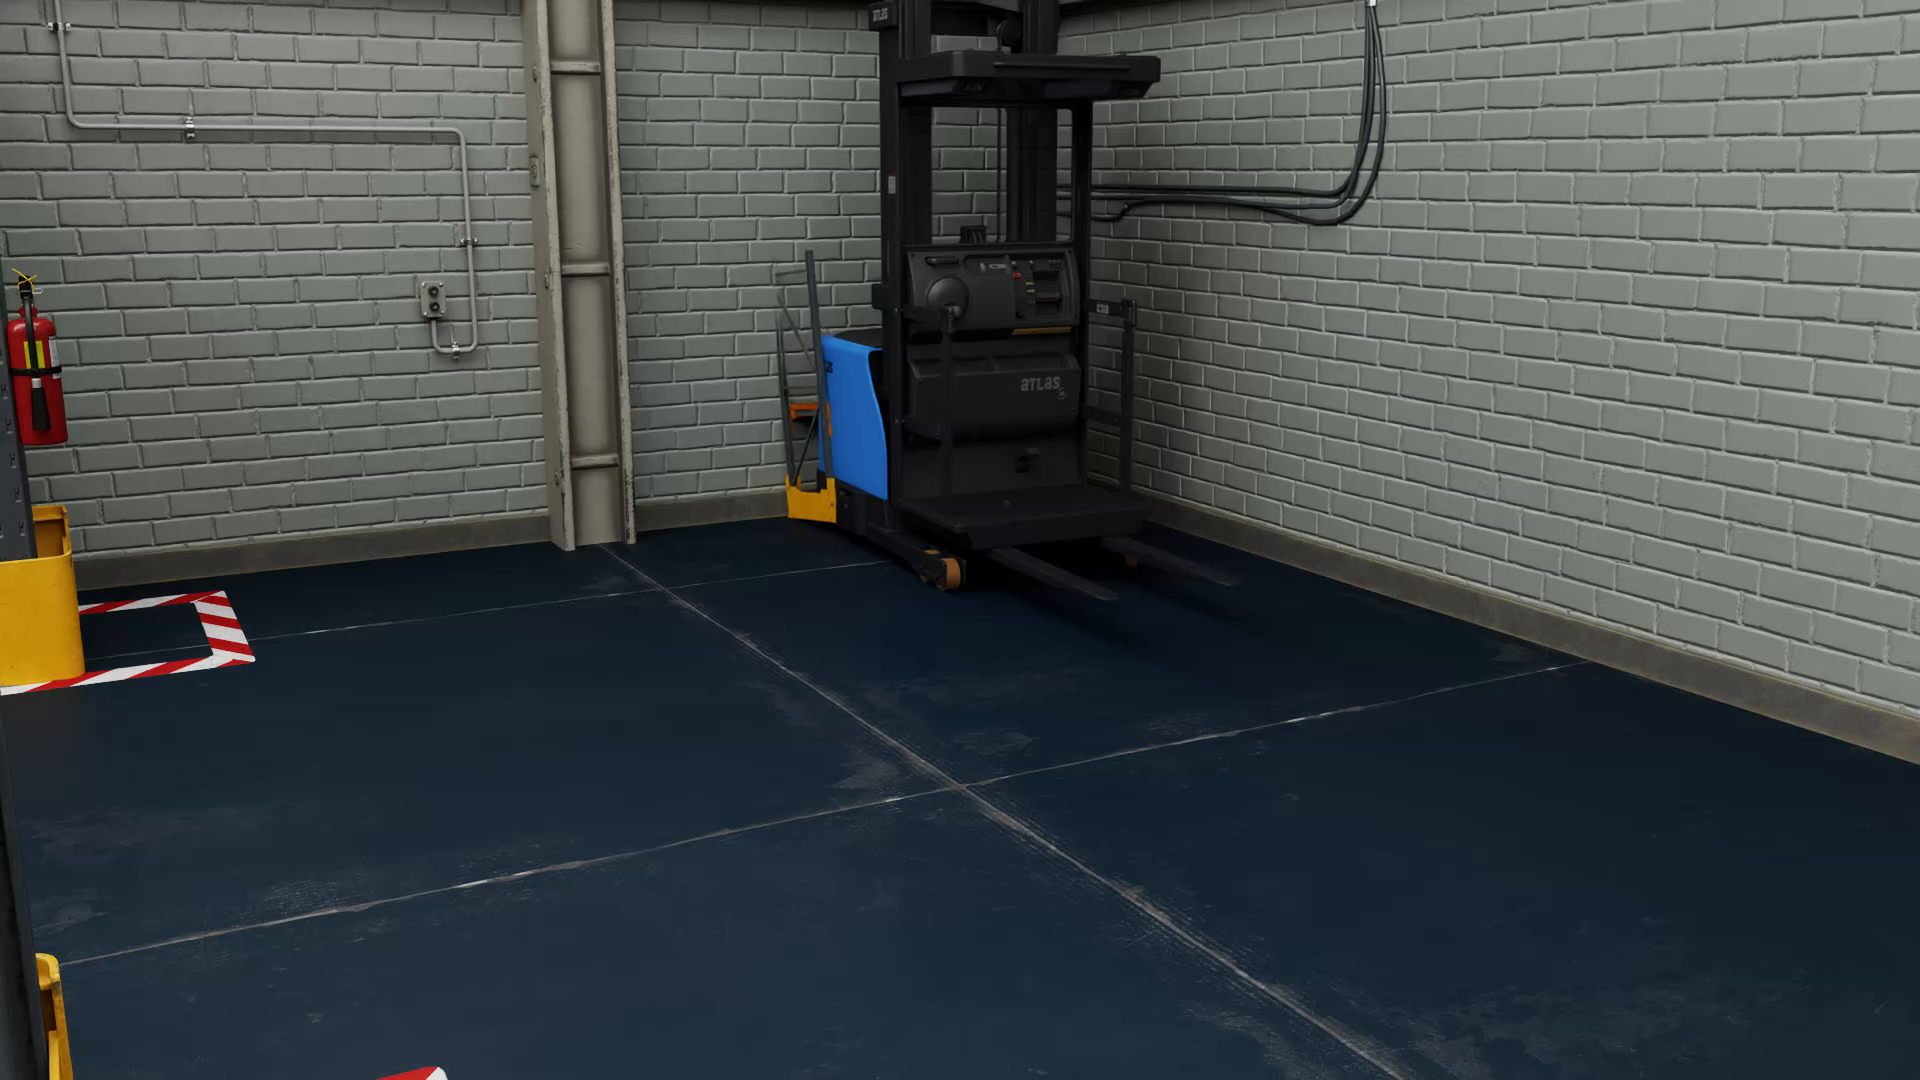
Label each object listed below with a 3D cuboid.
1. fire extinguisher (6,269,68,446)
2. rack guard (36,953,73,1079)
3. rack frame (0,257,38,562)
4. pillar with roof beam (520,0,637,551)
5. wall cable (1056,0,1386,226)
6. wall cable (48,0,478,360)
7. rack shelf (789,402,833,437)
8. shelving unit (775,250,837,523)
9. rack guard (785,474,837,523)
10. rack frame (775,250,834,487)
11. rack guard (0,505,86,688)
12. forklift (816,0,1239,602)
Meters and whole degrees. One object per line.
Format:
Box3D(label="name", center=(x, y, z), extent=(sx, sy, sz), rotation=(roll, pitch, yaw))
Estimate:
Box3D(label="fire extinguisher", center=(-3.604, -0.713, 6.470), extent=(0.183, 0.674, 0.296), rotation=(-7, 14, -28))
Box3D(label="rack guard", center=(-1.647, 1.176, 2.744), extent=(0.348, 0.500, 1.175), rotation=(-7, 14, -28))
Box3D(label="rack frame", center=(-3.957, -1.005, 6.745), extent=(0.127, 3.000, 1.000), rotation=(-7, 14, -28))
Box3D(label="pillar with roof beam", center=(0.061, -3.553, 4.403), extent=(0.400, 9.000, 9.100), rotation=(-7, 14, -28))
Box3D(label="wall cable", center=(1.178, -2.943, 8.765), extent=(0.112, 2.526, 3.097), rotation=(-7, 14, -28))
Box3D(label="wall cable", center=(-3.287, -1.818, 8.042), extent=(1.851, 1.984, 0.084), rotation=(-7, 14, -28))
Box3D(label="rack shelf", center=(-0.452, -0.751, 9.673), extent=(1.000, 0.185, 0.538), rotation=(-10, 9, -32))
Box3D(label="shelving unit", center=(-0.459, -0.930, 9.654), extent=(1.083, 1.500, 0.587), rotation=(-10, 9, -32))
Box3D(label="rack guard", center=(-0.822, -0.242, 9.470), extent=(0.087, 0.250, 0.587), rotation=(-10, 9, -32))
Box3D(label="rack frame", center=(-0.890, -0.857, 9.377), extent=(0.032, 1.500, 0.500), rotation=(-10, 9, -32))
Box3D(label="rack guard", center=(-3.936, 0.212, 7.031), extent=(0.348, 0.500, 1.175), rotation=(-7, 14, -28))
Box3D(label="forklift", center=(0.269, -1.291, 8.169), extent=(1.130, 2.935, 3.031), rotation=(-6, 14, -25))
